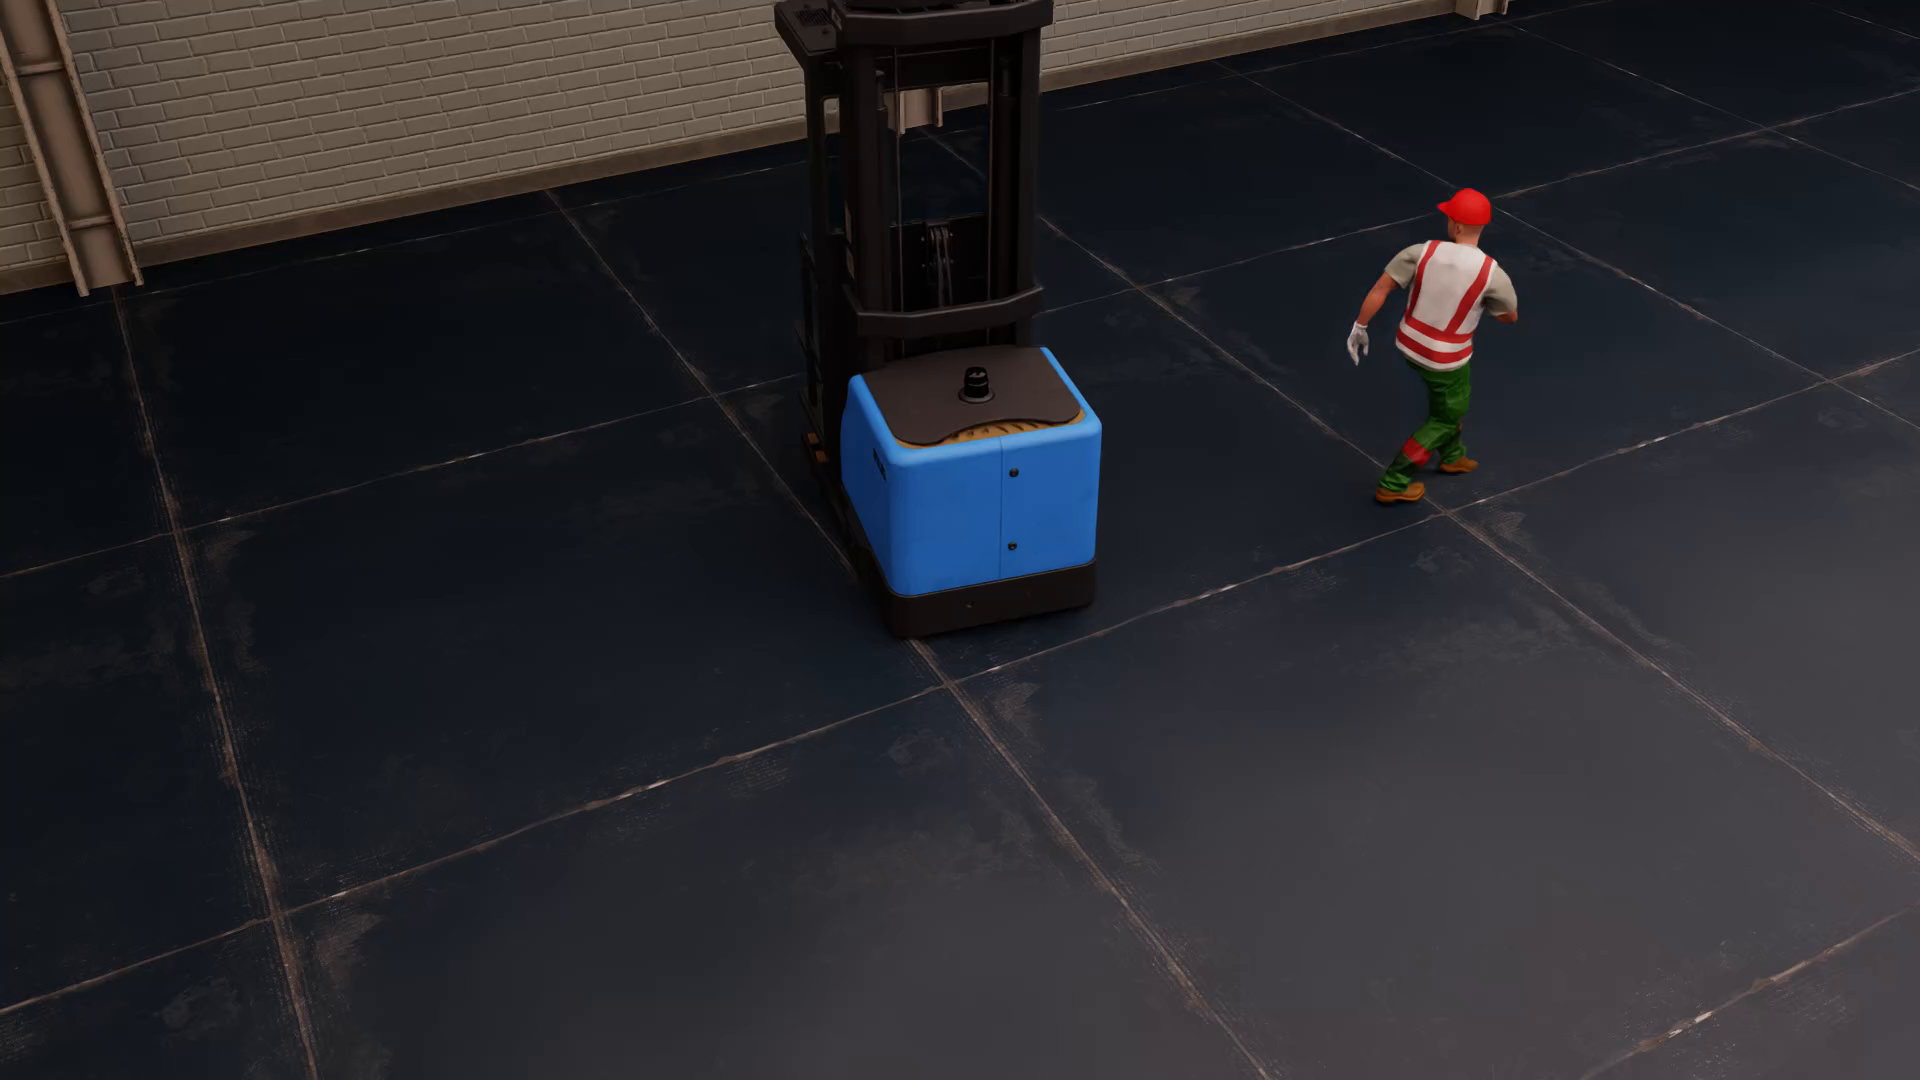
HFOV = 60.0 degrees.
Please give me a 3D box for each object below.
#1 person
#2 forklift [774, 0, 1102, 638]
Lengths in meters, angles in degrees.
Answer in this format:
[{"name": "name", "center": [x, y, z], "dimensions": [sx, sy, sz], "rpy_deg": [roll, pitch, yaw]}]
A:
[{"name": "person", "center": [2.497, -0.976, 8.593], "dimensions": [0.935, 1.753, 0.577], "rpy_deg": [-21, 40, -27]}, {"name": "forklift", "center": [-0.251, -1.584, 8.363], "dimensions": [1.130, 2.935, 3.031], "rpy_deg": [-10, 36, -14]}]
